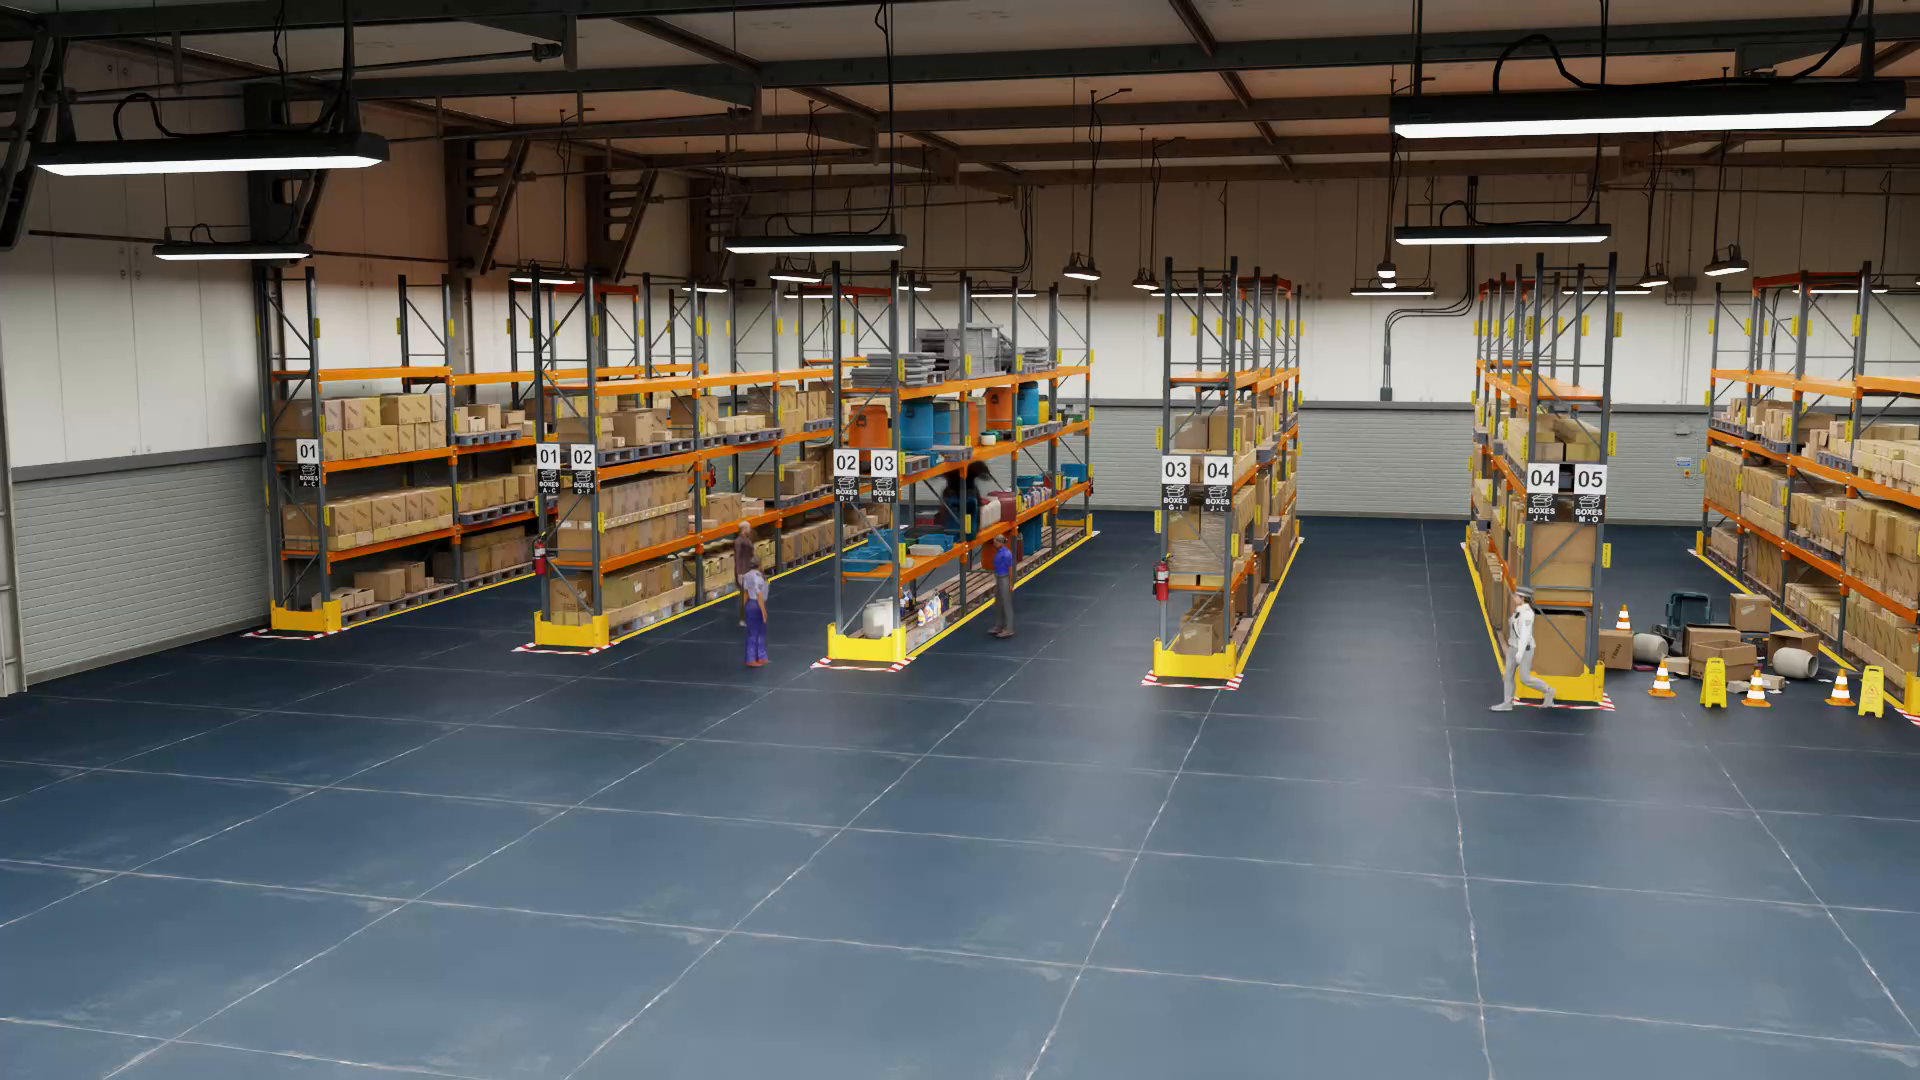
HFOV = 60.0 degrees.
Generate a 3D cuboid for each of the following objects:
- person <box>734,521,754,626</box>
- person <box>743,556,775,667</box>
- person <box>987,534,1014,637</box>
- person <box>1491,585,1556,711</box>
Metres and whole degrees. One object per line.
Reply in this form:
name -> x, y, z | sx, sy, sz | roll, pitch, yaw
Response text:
person -> -3.591, 0.587, 28.174 | 0.486, 1.836, 0.652 | 3, 8, 22
person -> -2.992, 1.080, 24.778 | 0.469, 1.696, 0.506 | -1, 7, -9
person -> 0.679, 0.727, 27.288 | 0.376, 1.653, 0.540 | -3, 8, -20
person -> 7.387, 1.424, 21.731 | 0.773, 1.666, 0.443 | -1, 7, -11
